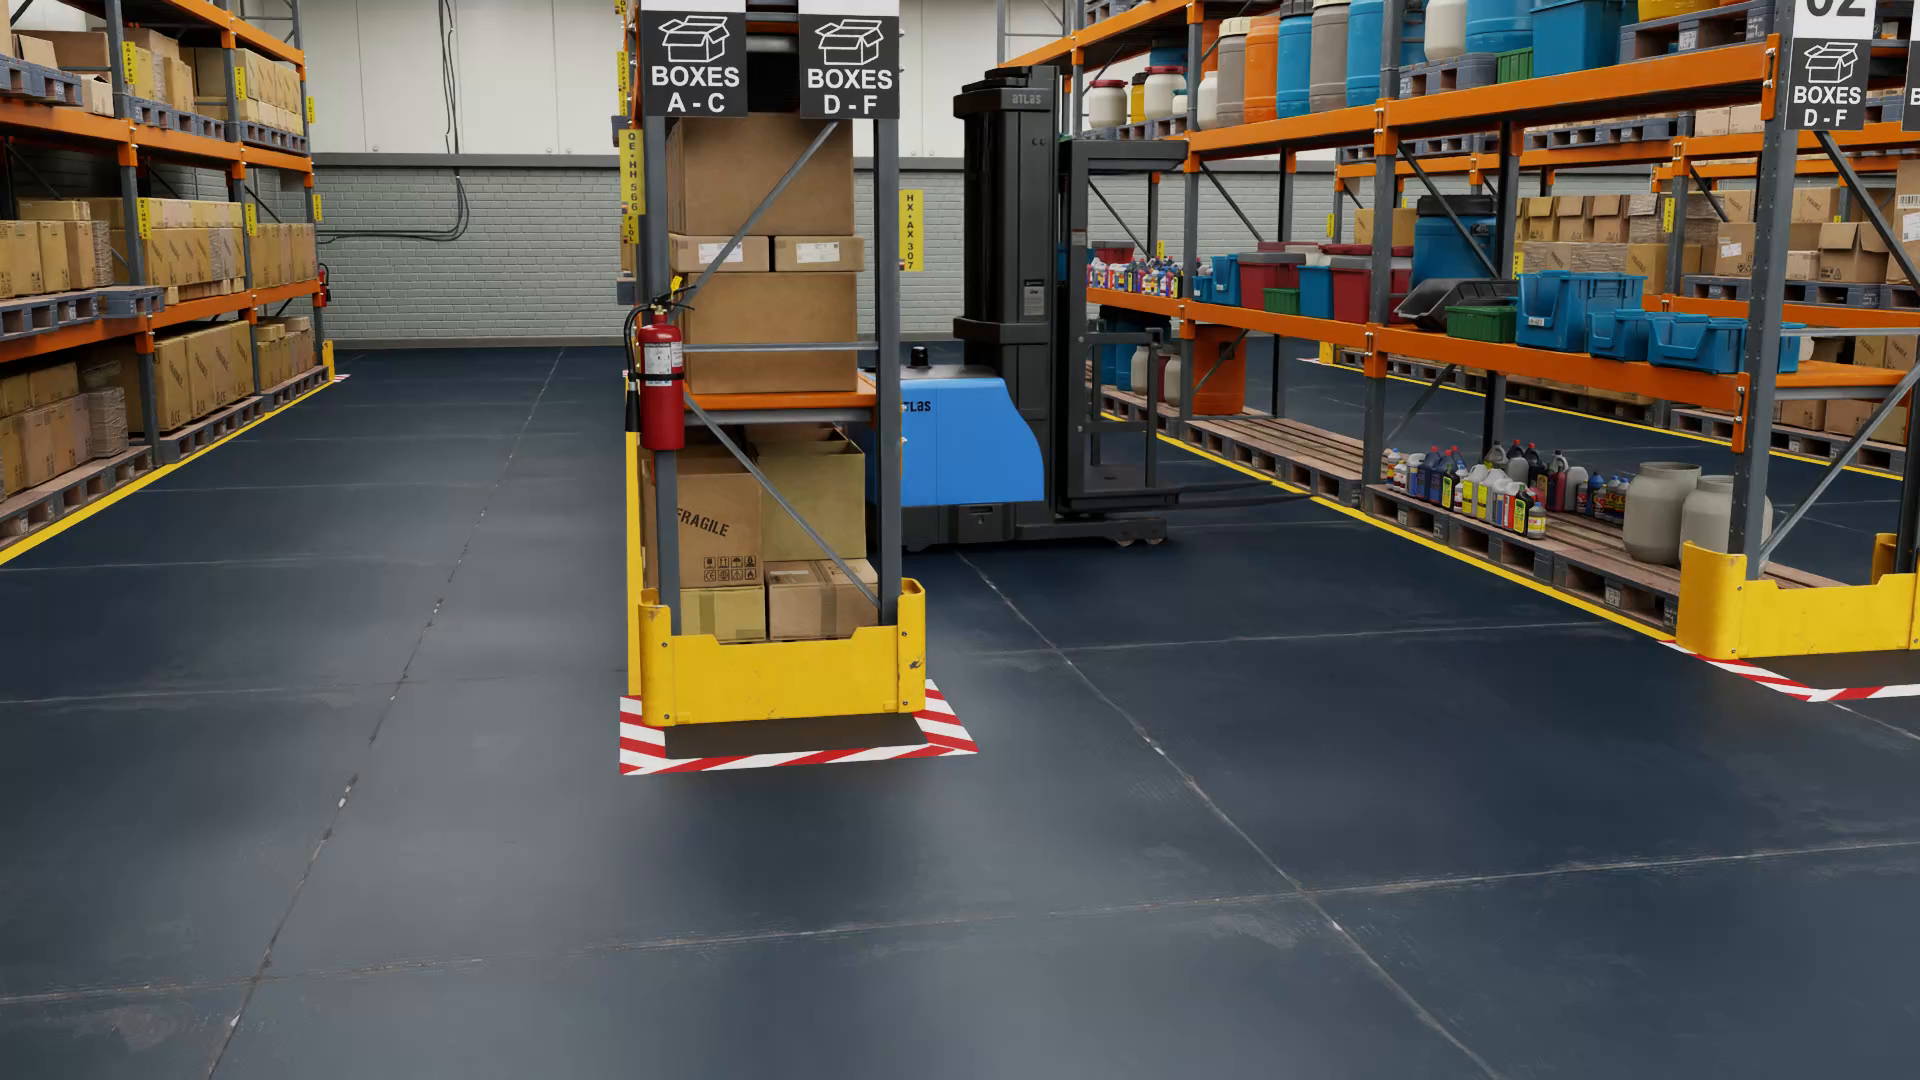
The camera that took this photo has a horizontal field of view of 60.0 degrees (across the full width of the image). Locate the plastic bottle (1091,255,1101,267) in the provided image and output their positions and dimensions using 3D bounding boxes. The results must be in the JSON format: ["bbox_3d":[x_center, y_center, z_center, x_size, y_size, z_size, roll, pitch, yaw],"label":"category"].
[{"bbox_3d":[1.538,-3.046,18.808,0.144,0.351,0.185,-2,11,-11],"label":"plastic bottle"}]

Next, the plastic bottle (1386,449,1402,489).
[{"bbox_3d":[2.968,-0.488,11.358,0.097,0.271,0.097,0,11,0],"label":"plastic bottle"}]

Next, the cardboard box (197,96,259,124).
[{"bbox_3d":[-7.814,-4.585,17.752,0.500,0.250,0.500,-2,11,-11],"label":"cardboard box"}]

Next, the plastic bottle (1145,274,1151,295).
[{"bbox_3d":[1.898,-2.552,16.616,0.097,0.201,0.097,0,11,0],"label":"plastic bottle"}]

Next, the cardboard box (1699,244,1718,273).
[{"bbox_3d":[7.589,-2.748,16.847,0.500,0.500,0.500,-2,11,-9],"label":"cardboard box"}]

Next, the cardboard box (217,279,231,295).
[{"bbox_3d":[-7.407,-2.487,16.360,0.380,0.149,0.250,-2,11,-11],"label":"cardboard box"}]

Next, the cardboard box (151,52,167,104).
[{"bbox_3d":[-7.668,-4.173,15.132,0.700,0.500,0.500,-2,11,-11],"label":"cardboard box"}]

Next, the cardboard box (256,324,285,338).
[{"bbox_3d":[-7.972,-2.397,19.093,0.380,0.149,0.250,-2,11,-13],"label":"cardboard box"}]

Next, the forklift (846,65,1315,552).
[{"bbox_3d":[0.816,-1.497,10.723,3.031,2.935,1.130,-3,11,-16],"label":"forklift"}]

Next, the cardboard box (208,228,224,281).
[{"bbox_3d":[-7.402,-2.737,15.940,0.500,0.500,0.500,-2,11,-11],"label":"cardboard box"}]

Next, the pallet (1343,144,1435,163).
[{"bbox_3d":[6.015,-5.362,23.059,1.003,0.211,1.213,-2,11,-11],"label":"pallet"}]

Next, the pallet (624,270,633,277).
[{"bbox_3d":[-3.031,-2.729,17.528,1.003,0.211,1.213,-2,11,-11],"label":"pallet"}]

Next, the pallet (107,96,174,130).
[{"bbox_3d":[-7.337,-3.557,13.844,1.213,0.211,1.003,-2,11,-8],"label":"pallet"}]

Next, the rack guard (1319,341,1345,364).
[{"bbox_3d":[5.856,-2.844,24.301,1.175,0.500,0.348,-2,11,-11],"label":"rack guard"}]

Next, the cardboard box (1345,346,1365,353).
[{"bbox_3d":[6.063,-3.116,23.602,0.875,0.875,0.875,-2,11,-11],"label":"cardboard box"}]

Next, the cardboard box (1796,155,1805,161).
[{"bbox_3d":[11.077,-5.068,21.678,0.500,0.250,0.500,-2,11,-11],"label":"cardboard box"}]

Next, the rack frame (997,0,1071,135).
[{"bbox_3d":[1.002,-6.834,22.537,1.000,3.000,0.127,-2,11,-11],"label":"rack frame"}]

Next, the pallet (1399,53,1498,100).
[{"bbox_3d":[3.572,-2.938,10.595,1.213,0.211,1.003,-2,11,-11],"label":"pallet"}]

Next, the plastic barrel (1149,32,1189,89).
[{"bbox_3d":[2.262,-4.772,17.262,0.600,0.901,0.708,-2,11,-11],"label":"plastic barrel"}]

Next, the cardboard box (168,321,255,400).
[{"bbox_3d":[-7.684,-1.829,16.911,0.750,0.750,0.750,-2,11,-10],"label":"cardboard box"}]

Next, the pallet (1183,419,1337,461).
[{"bbox_3d":[2.671,-0.907,14.896,1.003,0.211,1.213,-2,11,-11],"label":"pallet"}]

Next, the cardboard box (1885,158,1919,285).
[{"bbox_3d":[8.177,-2.518,13.178,1.000,1.000,1.000,-2,11,-11],"label":"cardboard box"}]

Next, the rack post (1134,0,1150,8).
[{"bbox_3d":[2.299,-5.489,16.803,0.937,0.300,0.954,-1,11,-5],"label":"rack post"}]

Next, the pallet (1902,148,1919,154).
[{"bbox_3d":[11.744,-4.570,19.163,1.213,0.211,1.003,-2,11,-11],"label":"pallet"}]

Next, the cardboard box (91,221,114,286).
[{"bbox_3d":[-7.059,-2.239,12.995,0.700,0.500,0.500,-3,11,-18],"label":"cardboard box"}]

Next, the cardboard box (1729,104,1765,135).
[{"bbox_3d":[7.358,-3.810,15.073,0.500,0.250,0.500,-2,11,-10],"label":"cardboard box"}]

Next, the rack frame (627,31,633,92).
[{"bbox_3d":[-2.301,-5.188,13.886,1.000,3.000,0.127,-2,11,-11],"label":"rack frame"}]

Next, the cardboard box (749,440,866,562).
[{"bbox_3d":[-0.731,-0.195,7.926,0.500,0.500,0.500,-2,11,-11],"label":"cardboard box"}]

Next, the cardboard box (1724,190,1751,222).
[{"bbox_3d":[10.859,-4.542,22.800,0.500,0.500,0.500,-2,11,-13],"label":"cardboard box"}]

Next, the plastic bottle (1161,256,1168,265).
[{"bbox_3d":[2.280,-2.973,18.425,0.144,0.351,0.185,-2,11,-11],"label":"plastic bottle"}]

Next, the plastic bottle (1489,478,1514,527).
[{"bbox_3d":[3.278,-0.225,9.962,0.152,0.276,0.135,-2,11,-13],"label":"plastic bottle"}]

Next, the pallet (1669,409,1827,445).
[{"bbox_3d":[7.567,-1.087,15.843,1.003,0.211,1.213,-2,11,-11],"label":"pallet"}]

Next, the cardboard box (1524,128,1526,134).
[{"bbox_3d":[6.761,-4.957,19.304,0.700,0.500,0.500,-2,11,-10],"label":"cardboard box"}]

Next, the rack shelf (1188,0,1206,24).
[{"bbox_3d":[2.947,-4.451,13.006,1.077,0.370,4.000,-2,11,-11],"label":"rack shelf"}]

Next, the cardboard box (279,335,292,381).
[{"bbox_3d":[-8.175,-2.099,19.265,0.700,0.500,0.500,-2,11,-10],"label":"cardboard box"}]

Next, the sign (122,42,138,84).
[{"bbox_3d":[-6.627,-3.807,13.269,0.100,0.325,0.005,-2,11,-11],"label":"sign"}]

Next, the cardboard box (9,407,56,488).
[{"bbox_3d":[-6.751,-0.637,11.528,0.700,0.500,0.500,-2,11,-10],"label":"cardboard box"}]

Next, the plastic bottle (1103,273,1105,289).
[{"bbox_3d":[1.601,-2.832,18.086,0.097,0.201,0.097,0,11,0],"label":"plastic bottle"}]

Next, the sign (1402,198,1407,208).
[{"bbox_3d":[6.395,-4.770,24.004,0.100,0.325,0.005,-2,11,-11],"label":"sign"}]

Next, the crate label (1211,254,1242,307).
[{"bbox_3d":[2.486,-2.245,14.377,0.502,0.435,0.616,-2,11,-11],"label":"crate label"}]

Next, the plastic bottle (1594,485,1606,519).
[{"bbox_3d":[3.962,-0.238,10.230,0.097,0.201,0.097,0,11,0],"label":"plastic bottle"}]

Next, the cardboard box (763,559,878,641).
[{"bbox_3d":[-0.632,0.265,7.515,0.500,0.250,0.500,-2,11,-11],"label":"cardboard box"}]

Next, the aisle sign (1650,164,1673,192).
[{"bbox_3d":[10.437,-5.509,24.665,0.394,0.787,0.004,-2,11,-11],"label":"aisle sign"}]

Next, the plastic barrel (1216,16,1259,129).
[{"bbox_3d":[2.505,-3.981,14.229,0.600,0.901,0.600,0,11,0],"label":"plastic barrel"}]

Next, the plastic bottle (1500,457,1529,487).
[{"bbox_3d":[3.641,-0.412,10.945,0.152,0.276,0.135,-2,11,-11],"label":"plastic bottle"}]

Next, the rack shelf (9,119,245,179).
[{"bbox_3d":[-7.549,-3.547,15.210,1.077,0.370,4.000,-2,11,-11],"label":"rack shelf"}]

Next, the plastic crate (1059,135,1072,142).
[{"bbox_3d":[1.401,-4.590,19.333,0.450,0.188,0.662,-2,11,-11],"label":"plastic crate"}]

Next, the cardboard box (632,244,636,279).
[{"bbox_3d":[-2.534,-2.607,14.983,0.700,0.500,0.500,-6,12,-30],"label":"cardboard box"}]

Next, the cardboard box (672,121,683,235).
[{"bbox_3d":[-0.942,-1.652,7.616,0.700,0.500,0.500,-2,11,-12],"label":"cardboard box"}]

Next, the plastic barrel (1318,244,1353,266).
[{"bbox_3d":[3.138,-2.151,13.610,0.433,0.535,0.433,0,11,0],"label":"plastic barrel"}]

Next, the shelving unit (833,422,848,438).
[{"bbox_3d":[-0.845,-0.590,10.587,0.258,1.200,0.189,-1,11,-3],"label":"shelving unit"}]
